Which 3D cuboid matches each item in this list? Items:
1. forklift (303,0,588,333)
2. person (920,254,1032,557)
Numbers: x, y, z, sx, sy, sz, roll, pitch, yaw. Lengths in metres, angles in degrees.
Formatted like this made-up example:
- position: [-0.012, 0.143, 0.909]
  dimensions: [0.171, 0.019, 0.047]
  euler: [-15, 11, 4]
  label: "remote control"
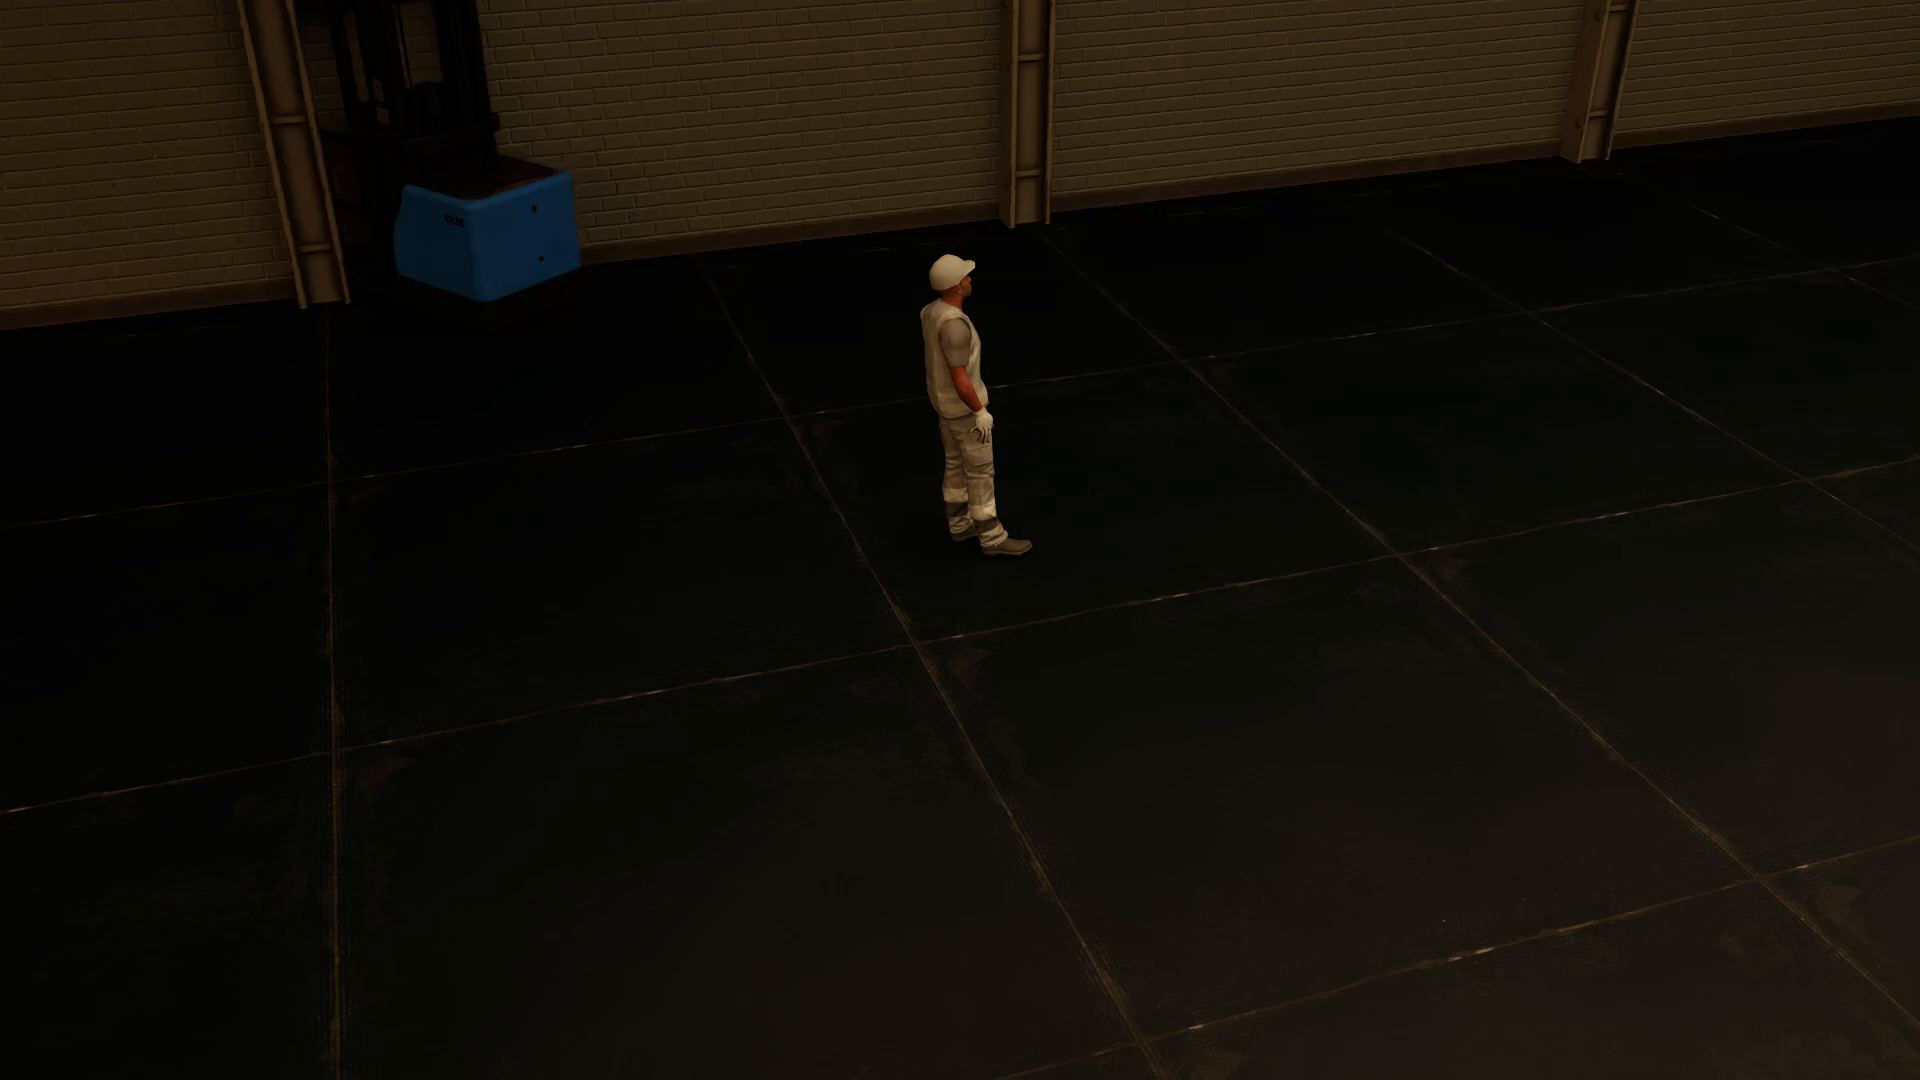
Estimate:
- position: [-4.468, -3.423, 13.037]
  dimensions: [3.031, 2.935, 1.130]
  euler: [20, 36, 31]
  label: "forklift"
- position: [0.080, -0.789, 9.588]
  dimensions: [0.564, 1.787, 0.637]
  euler: [-10, 31, -16]
  label: "person"
